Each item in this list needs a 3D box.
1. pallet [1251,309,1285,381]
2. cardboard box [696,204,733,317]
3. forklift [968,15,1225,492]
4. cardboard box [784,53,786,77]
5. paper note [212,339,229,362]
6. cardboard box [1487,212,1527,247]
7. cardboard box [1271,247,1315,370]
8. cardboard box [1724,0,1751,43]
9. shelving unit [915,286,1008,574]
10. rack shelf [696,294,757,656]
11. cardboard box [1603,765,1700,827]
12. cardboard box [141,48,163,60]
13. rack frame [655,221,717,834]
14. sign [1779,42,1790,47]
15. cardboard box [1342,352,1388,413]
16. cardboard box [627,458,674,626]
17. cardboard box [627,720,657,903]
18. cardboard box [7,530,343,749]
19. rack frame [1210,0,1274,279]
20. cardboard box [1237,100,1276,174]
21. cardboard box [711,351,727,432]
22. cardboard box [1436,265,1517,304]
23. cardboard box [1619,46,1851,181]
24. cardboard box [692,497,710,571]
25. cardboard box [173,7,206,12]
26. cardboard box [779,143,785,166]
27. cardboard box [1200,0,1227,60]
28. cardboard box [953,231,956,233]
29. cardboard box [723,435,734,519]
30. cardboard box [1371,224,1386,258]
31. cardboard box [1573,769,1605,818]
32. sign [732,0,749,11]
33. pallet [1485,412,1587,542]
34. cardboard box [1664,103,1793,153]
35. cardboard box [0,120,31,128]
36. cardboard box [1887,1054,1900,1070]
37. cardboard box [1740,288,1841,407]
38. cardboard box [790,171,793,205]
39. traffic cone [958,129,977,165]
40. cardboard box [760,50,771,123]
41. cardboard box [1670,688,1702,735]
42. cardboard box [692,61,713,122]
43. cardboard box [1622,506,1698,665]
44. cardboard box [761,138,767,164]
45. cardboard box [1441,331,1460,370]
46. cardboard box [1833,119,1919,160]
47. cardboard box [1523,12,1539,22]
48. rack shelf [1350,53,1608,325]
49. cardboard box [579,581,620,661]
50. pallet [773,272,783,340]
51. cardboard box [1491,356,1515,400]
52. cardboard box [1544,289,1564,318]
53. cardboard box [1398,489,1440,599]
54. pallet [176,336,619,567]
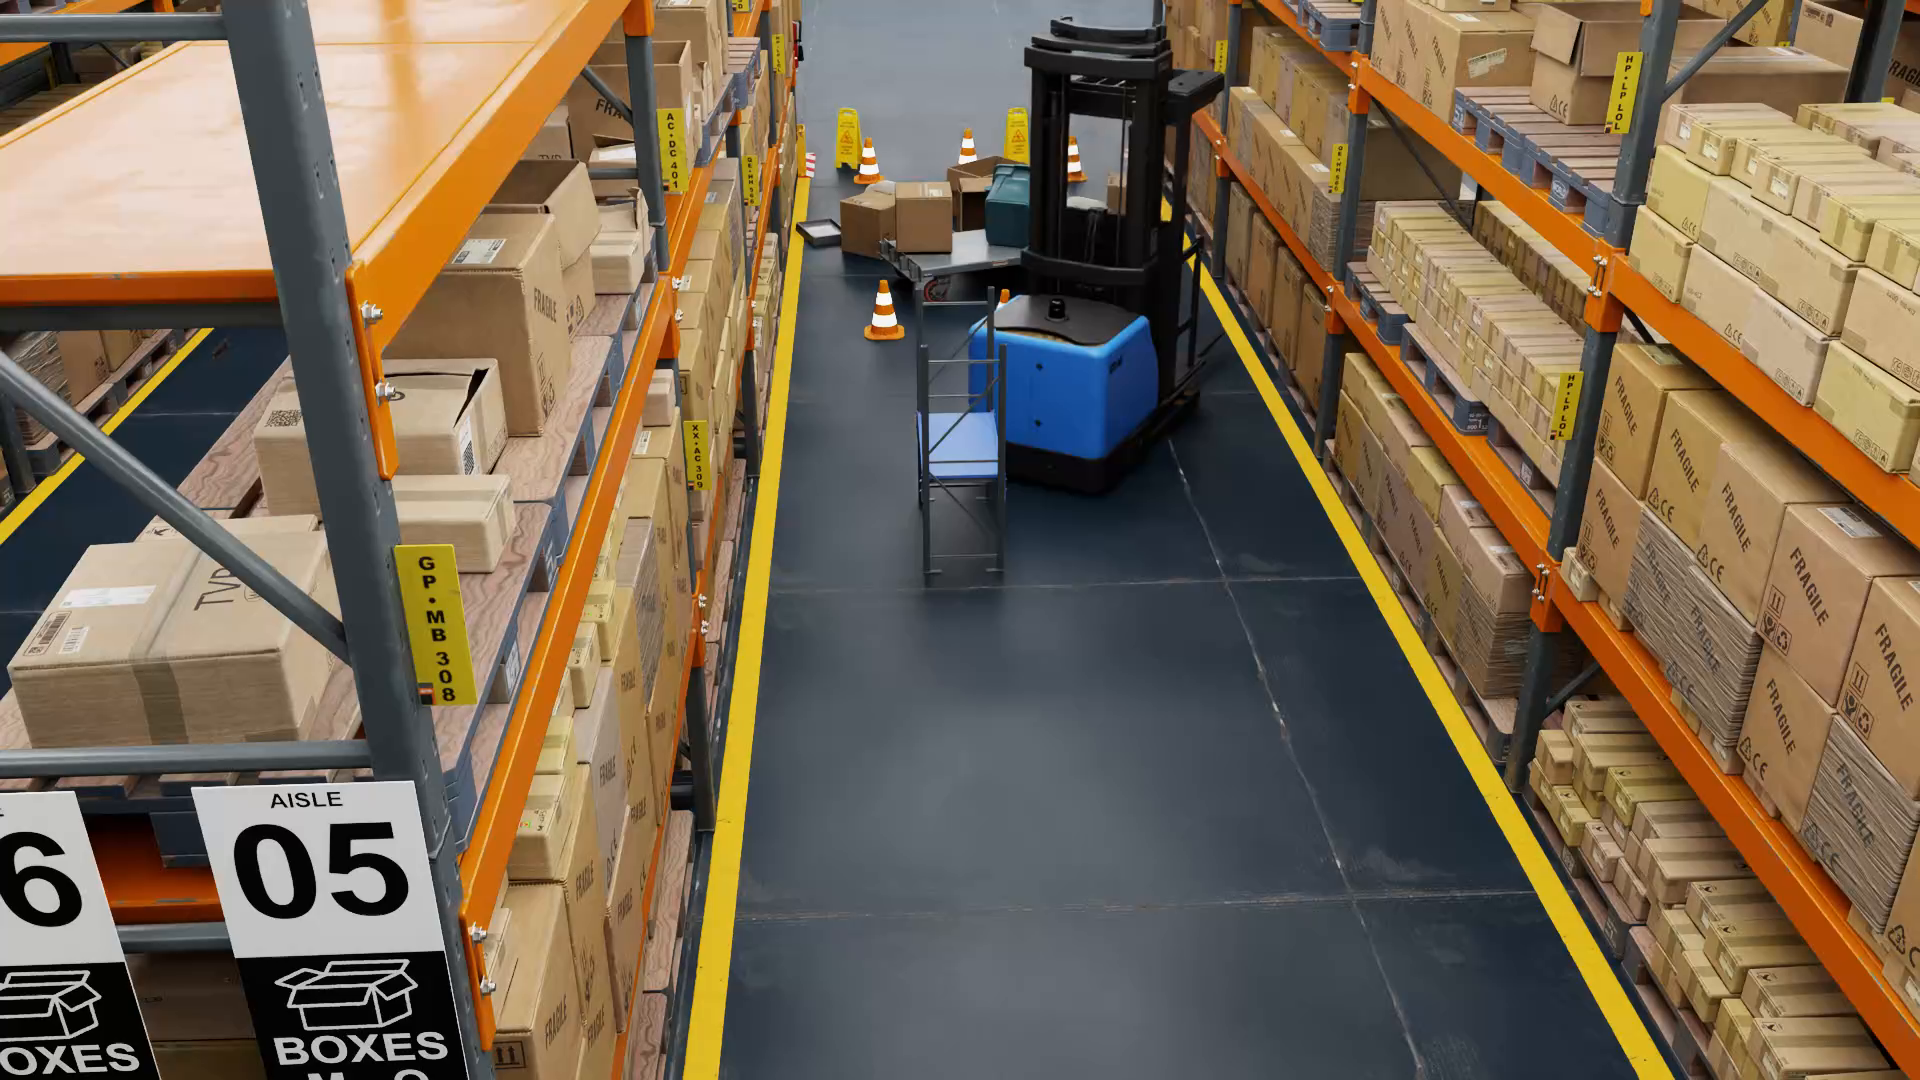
[{"bbox_3d":[3.015,-1.635,13.657,1.003,0.211,1.213,-1,28,-3],"label":"pallet"},{"bbox_3d":[-1.553,-1.567,9.321,0.500,0.500,0.500,-1,28,-3],"label":"cardboard box"},{"bbox_3d":[1.169,-2.276,11.945,1.130,2.935,3.031,14,30,24],"label":"forklift"},{"bbox_3d":[-1.958,-4.707,16.102,0.500,0.500,0.500,-1,28,-2],"label":"cardboard box"},{"bbox_3d":[-2.169,-0.557,4.872,0.006,0.032,0.123,-1,28,-3],"label":"paper note"},{"bbox_3d":[3.536,-1.951,10.421,0.380,0.149,0.250,-2,28,-3],"label":"cardboard box"},{"bbox_3d":[3.051,-1.820,12.974,1.050,0.750,0.750,-1,28,-2],"label":"cardboard box"},{"bbox_3d":[7.466,-4.916,15.420,0.500,0.500,0.500,-1,28,-3],"label":"cardboard box"},{"bbox_3d":[-0.004,-0.704,10.479,0.538,1.500,1.048,-1,28,-3],"label":"shelving unit"},{"bbox_3d":[-1.792,-0.535,9.310,1.077,0.370,4.000,-1,28,-3],"label":"rack shelf"},{"bbox_3d":[3.080,1.126,7.333,0.380,0.149,0.250,-2,28,-3],"label":"cardboard box"},{"bbox_3d":[-6.782,-4.121,14.277,0.380,0.149,0.250,-1,28,-2],"label":"cardboard box"},{"bbox_3d":[-1.687,0.070,7.373,1.000,3.000,0.127,-1,28,-3],"label":"rack frame"},{"bbox_3d":[7.250,-4.231,14.683,0.100,0.325,0.005,-1,28,-3],"label":"sign"},{"bbox_3d":[2.836,-1.030,10.919,0.500,0.250,0.500,-3,28,-5],"label":"cardboard box"},{"bbox_3d":[-1.368,0.028,6.264,0.500,0.500,0.500,-2,28,-3],"label":"cardboard box"},{"bbox_3d":[-1.322,0.945,5.587,0.500,0.500,0.500,0,28,-1],"label":"cardboard box"},{"bbox_3d":[-1.592,0.217,3.446,0.500,0.250,0.500,-4,28,-7],"label":"cardboard box"},{"bbox_3d":[2.833,-3.791,14.775,1.000,3.000,0.127,-1,28,-3],"label":"rack frame"},{"bbox_3d":[2.619,-3.353,13.827,0.500,0.500,0.500,-1,28,-2],"label":"cardboard box"},{"bbox_3d":[-1.484,-0.769,8.603,0.500,0.250,0.500,-1,28,-2],"label":"cardboard box"},{"bbox_3d":[2.943,-1.457,9.475,0.380,0.149,0.250,-1,28,-1],"label":"cardboard box"},{"bbox_3d":[3.341,-1.835,7.218,0.700,0.500,0.500,-1,28,-3],"label":"cardboard box"},{"bbox_3d":[-1.446,-0.073,7.809,0.500,0.250,0.500,-2,28,-4],"label":"cardboard box"},{"bbox_3d":[-7.506,-5.051,16.060,0.380,0.149,0.250,-2,28,-4],"label":"cardboard box"},{"bbox_3d":[-1.813,-3.550,15.320,0.380,0.149,0.250,-1,28,-2],"label":"cardboard box"},{"bbox_3d":[2.703,-4.759,15.300,0.875,0.550,0.550,-1,28,-3],"label":"cardboard box"},{"bbox_3d":[-0.004,-2.841,15.909,0.258,0.266,0.396,-23,35,-37],"label":"cardboard box"},{"bbox_3d":[-1.943,-0.701,10.693,0.875,0.875,0.875,-2,28,-3],"label":"cardboard box"},{"bbox_3d":[2.867,-1.922,10.688,0.380,0.149,0.250,0,28,0],"label":"cardboard box"},{"bbox_3d":[3.053,1.139,7.629,0.380,0.149,0.250,-1,28,-2],"label":"cardboard box"},{"bbox_3d":[-1.341,-3.381,10.101,0.100,0.325,0.005,-1,28,-3],"label":"sign"},{"bbox_3d":[3.356,-0.368,8.419,1.003,0.211,1.213,-1,28,-3],"label":"pallet"},{"bbox_3d":[3.024,-1.618,6.556,0.380,0.149,0.250,-2,28,-4],"label":"cardboard box"},{"bbox_3d":[-7.244,-3.078,12.598,0.380,0.149,0.250,-2,28,-3],"label":"cardboard box"},{"bbox_3d":[3.616,1.968,6.039,0.380,0.149,0.250,-3,28,-5],"label":"cardboard box"},{"bbox_3d":[3.054,-0.668,5.705,0.500,0.250,0.500,0,28,0],"label":"cardboard box"},{"bbox_3d":[-1.951,-3.591,16.911,0.500,0.250,0.500,-2,28,-4],"label":"cardboard box"},{"bbox_3d":[0.088,-4.364,18.616,0.336,0.463,0.334,-1,28,-3],"label":"traffic cone"},{"bbox_3d":[-1.852,-3.779,13.869,0.500,0.500,0.500,-2,28,-4],"label":"cardboard box"},{"bbox_3d":[3.049,0.637,6.557,0.380,0.149,0.250,-1,28,-2],"label":"cardboard box"},{"bbox_3d":[-1.433,-2.239,8.247,0.396,0.266,0.258,1,28,2],"label":"cardboard box"},{"bbox_3d":[3.058,0.190,6.711,0.500,0.500,0.500,-1,28,-3],"label":"cardboard box"},{"bbox_3d":[-1.740,-3.111,13.288,0.380,0.149,0.250,-1,28,-2],"label":"cardboard box"},{"bbox_3d":[2.947,-1.075,9.384,0.380,0.149,0.250,-2,28,-4],"label":"cardboard box"},{"bbox_3d":[3.564,-1.499,6.326,0.380,0.149,0.250,-1,28,-1],"label":"cardboard box"},{"bbox_3d":[3.387,-2.599,9.137,0.500,0.500,0.500,-1,28,-3],"label":"cardboard box"},{"bbox_3d":[3.146,-2.031,8.935,1.077,0.370,4.000,-1,28,-3],"label":"rack shelf"},{"bbox_3d":[-1.259,0.254,5.129,0.380,0.149,0.250,-2,28,-4],"label":"cardboard box"},{"bbox_3d":[-2.063,-2.029,14.412,1.003,0.211,1.213,-1,28,-3],"label":"pallet"},{"bbox_3d":[2.989,-0.845,8.622,0.380,0.149,0.250,-2,28,-4],"label":"cardboard box"},{"bbox_3d":[3.592,-1.338,9.567,0.380,0.149,0.250,-1,28,-1],"label":"cardboard box"},{"bbox_3d":[2.912,0.016,9.725,0.500,0.500,0.500,-2,28,-4],"label":"cardboard box"},{"bbox_3d":[-1.594,-0.281,4.897,1.003,0.211,1.213,-1,28,-3],"label":"pallet"}]
